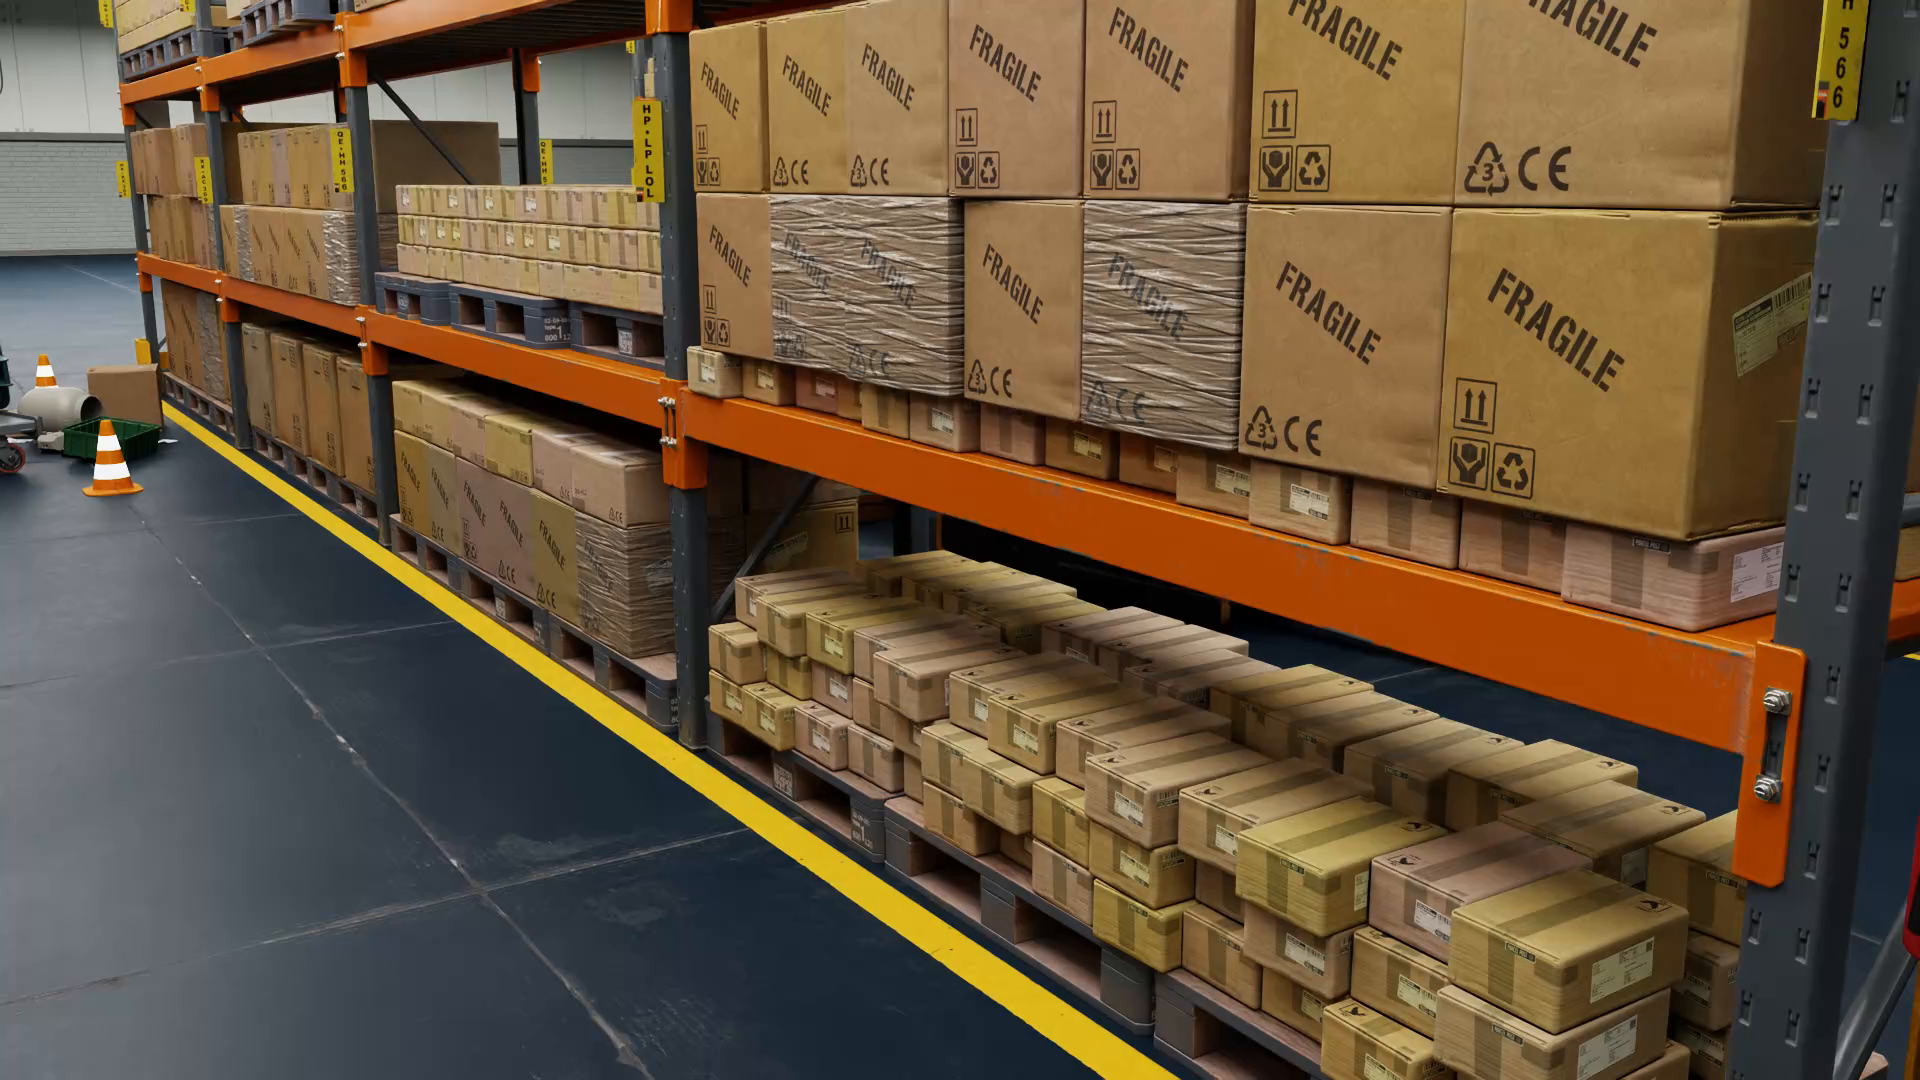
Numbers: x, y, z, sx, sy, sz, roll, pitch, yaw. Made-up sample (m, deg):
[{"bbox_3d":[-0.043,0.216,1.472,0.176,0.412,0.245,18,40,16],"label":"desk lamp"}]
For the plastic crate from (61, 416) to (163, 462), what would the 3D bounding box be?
[{"bbox_3d":[-6.185,-0.732,12.134,0.450,0.188,0.662,9,12,-6],"label":"plastic crate"}]

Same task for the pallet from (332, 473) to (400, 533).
[{"bbox_3d":[-3.156,-0.277,10.134,1.003,0.211,1.213,-8,15,-33],"label":"pallet"}]

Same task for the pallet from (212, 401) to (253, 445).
[{"bbox_3d":[-5.354,-0.984,13.366,1.003,0.211,1.213,-8,15,-33],"label":"pallet"}]

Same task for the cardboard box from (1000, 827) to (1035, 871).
[{"bbox_3d":[0.331,0.775,4.485,0.380,0.149,0.250,-8,14,-31],"label":"cardboard box"}]

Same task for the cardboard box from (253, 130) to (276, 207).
[{"bbox_3d":[-4.431,-2.560,11.472,0.700,0.500,0.500,-8,15,-34],"label":"cardboard box"}]

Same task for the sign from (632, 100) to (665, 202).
[{"bbox_3d":[-1.025,-1.278,5.474,0.100,0.325,0.005,-8,15,-33],"label":"sign"}]

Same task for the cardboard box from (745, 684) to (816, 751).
[{"bbox_3d":[-0.484,0.559,5.474,0.380,0.149,0.250,-8,14,-31],"label":"cardboard box"}]

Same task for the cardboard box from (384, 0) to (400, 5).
[{"bbox_3d":[-2.404,-2.783,7.812,0.500,0.500,0.500,-8,15,-33],"label":"cardboard box"}]

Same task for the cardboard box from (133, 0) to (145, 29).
[{"bbox_3d":[-6.598,-4.408,13.915,0.500,0.250,0.500,-8,15,-33],"label":"cardboard box"}]

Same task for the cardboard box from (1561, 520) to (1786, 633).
[{"bbox_3d":[1.235,0.031,2.787,0.380,0.149,0.250,-8,15,-33],"label":"cardboard box"}]

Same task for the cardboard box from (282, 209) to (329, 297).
[{"bbox_3d":[-3.807,-1.765,10.177,0.500,0.500,0.500,-8,15,-34],"label":"cardboard box"}]

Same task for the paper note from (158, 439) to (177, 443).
[{"bbox_3d":[-6.124,-0.764,12.781,0.142,0.020,0.147,4,13,16],"label":"paper note"}]

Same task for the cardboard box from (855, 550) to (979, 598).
[{"bbox_3d":[-0.151,0.151,5.949,0.380,0.149,0.250,-8,14,-31],"label":"cardboard box"}]

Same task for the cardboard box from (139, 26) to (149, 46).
[{"bbox_3d":[-6.592,-4.186,13.832,0.380,0.149,0.250,-8,15,-33],"label":"cardboard box"}]

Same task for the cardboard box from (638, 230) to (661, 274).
[{"bbox_3d":[-0.950,-1.054,6.068,0.380,0.149,0.250,-8,14,-31],"label":"cardboard box"}]

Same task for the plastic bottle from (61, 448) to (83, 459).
[{"bbox_3d":[-6.407,-0.636,12.129,0.283,0.061,0.133,6,14,26],"label":"plastic bottle"}]

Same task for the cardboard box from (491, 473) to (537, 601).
[{"bbox_3d":[-1.750,-0.047,7.426,0.500,0.500,0.500,-8,15,-34],"label":"cardboard box"}]

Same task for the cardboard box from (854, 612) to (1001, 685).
[{"bbox_3d":[-0.099,0.343,5.070,0.380,0.149,0.250,-9,15,-34],"label":"cardboard box"}]

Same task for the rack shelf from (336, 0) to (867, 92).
[{"bbox_3d":[-1.673,-2.248,7.284,1.077,0.370,4.000,-8,15,-33],"label":"rack shelf"}]

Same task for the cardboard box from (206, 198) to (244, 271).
[{"bbox_3d":[-5.212,-2.339,12.685,0.875,0.550,0.550,-8,15,-33],"label":"cardboard box"}]

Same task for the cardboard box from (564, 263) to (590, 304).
[{"bbox_3d":[-1.370,-1.044,6.718,0.380,0.149,0.250,-9,15,-36],"label":"cardboard box"}]

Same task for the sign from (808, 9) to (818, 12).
[{"bbox_3d":[-1.260,-4.423,14.334,0.100,0.325,0.005,-8,15,-33],"label":"sign"}]

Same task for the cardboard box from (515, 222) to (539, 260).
[{"bbox_3d":[-1.684,-1.288,7.138,0.380,0.149,0.250,-8,15,-33],"label":"cardboard box"}]

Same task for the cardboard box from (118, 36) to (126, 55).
[{"bbox_3d":[-7.291,-4.411,14.859,0.380,0.149,0.250,-8,15,-32],"label":"cardboard box"}]

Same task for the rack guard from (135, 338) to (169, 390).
[{"bbox_3d":[-7.227,-1.696,15.947,1.175,0.500,0.348,-8,15,-33],"label":"rack guard"}]

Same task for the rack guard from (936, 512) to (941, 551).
[{"bbox_3d":[0.122,-0.071,9.099,0.587,0.250,0.087,-9,15,-36],"label":"rack guard"}]

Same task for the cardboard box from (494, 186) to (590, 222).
[{"bbox_3d":[-1.822,-1.480,7.319,0.380,0.149,0.250,-8,15,-34],"label":"cardboard box"}]

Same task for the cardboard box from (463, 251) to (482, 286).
[{"bbox_3d":[-2.103,-1.278,7.792,0.380,0.149,0.250,-8,14,-31],"label":"cardboard box"}]

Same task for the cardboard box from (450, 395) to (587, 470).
[{"bbox_3d":[-2.056,-0.509,7.783,0.500,0.250,0.500,-8,15,-32],"label":"cardboard box"}]

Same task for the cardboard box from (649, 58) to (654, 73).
[{"bbox_3d":[-3.006,-4.935,17.303,0.380,0.149,0.250,-8,15,-32],"label":"cardboard box"}]

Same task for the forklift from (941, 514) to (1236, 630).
[{"bbox_3d":[1.297,-1.150,7.758,1.130,2.935,3.031,-12,17,-44],"label":"forklift"}]

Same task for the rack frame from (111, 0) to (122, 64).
[{"bbox_3d":[-7.214,-5.844,15.019,1.000,3.000,0.127,-8,15,-33],"label":"rack frame"}]

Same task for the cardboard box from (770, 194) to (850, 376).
[{"bbox_3d":[-0.221,-0.768,4.921,0.500,0.500,0.500,-8,15,-33],"label":"cardboard box"}]

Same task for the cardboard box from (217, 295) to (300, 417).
[{"bbox_3d":[-5.288,-1.489,13.139,0.875,0.875,0.875,-8,15,-32],"label":"cardboard box"}]

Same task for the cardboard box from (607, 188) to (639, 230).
[{"bbox_3d":[-1.100,-1.248,6.258,0.380,0.149,0.250,-9,15,-34],"label":"cardboard box"}]

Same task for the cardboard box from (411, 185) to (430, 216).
[{"bbox_3d":[-2.536,-1.710,8.375,0.380,0.149,0.250,-9,15,-34],"label":"cardboard box"}]

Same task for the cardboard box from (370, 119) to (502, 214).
[{"bbox_3d":[-3.022,-2.108,9.407,0.700,0.500,0.500,-8,15,-33],"label":"cardboard box"}]

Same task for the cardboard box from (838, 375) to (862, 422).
[{"bbox_3d":[-0.139,-0.439,4.938,0.380,0.149,0.250,-9,15,-35],"label":"cardboard box"}]

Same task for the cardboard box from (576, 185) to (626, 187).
[{"bbox_3d":[-1.695,-1.692,8.288,0.380,0.149,0.250,-8,14,-31],"label":"cardboard box"}]

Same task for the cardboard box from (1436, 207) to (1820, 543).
[{"bbox_3d":[1.188,-0.311,2.832,0.500,0.500,0.500,-8,15,-32],"label":"cardboard box"}]

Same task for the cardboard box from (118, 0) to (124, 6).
[{"bbox_3d":[-7.156,-4.757,14.578,0.380,0.149,0.250,-8,15,-32],"label":"cardboard box"}]

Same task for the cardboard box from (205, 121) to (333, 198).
[{"bbox_3d":[-5.173,-2.872,12.594,0.875,0.550,0.550,-8,15,-33],"label":"cardboard box"}]

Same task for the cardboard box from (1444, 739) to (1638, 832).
[{"bbox_3d":[1.358,0.602,3.887,0.380,0.149,0.250,-8,15,-33],"label":"cardboard box"}]

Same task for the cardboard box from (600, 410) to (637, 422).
[{"bbox_3d":[-1.331,-0.477,7.636,0.500,0.250,0.500,-7,14,-31],"label":"cardboard box"}]

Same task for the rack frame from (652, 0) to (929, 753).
[{"bbox_3d":[-0.565,-0.779,5.901,1.000,3.000,0.127,-8,15,-33],"label":"rack frame"}]

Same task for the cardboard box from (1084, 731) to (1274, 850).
[{"bbox_3d":[0.520,0.588,3.948,0.380,0.149,0.250,-7,14,-31],"label":"cardboard box"}]

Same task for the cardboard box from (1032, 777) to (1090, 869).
[{"bbox_3d":[0.407,0.684,4.205,0.380,0.149,0.250,-7,14,-30],"label":"cardboard box"}]

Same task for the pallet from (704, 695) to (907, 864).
[{"bbox_3d":[-0.164,0.699,5.672,1.003,0.211,1.213,-8,15,-33],"label":"pallet"}]

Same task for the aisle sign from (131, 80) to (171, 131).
[{"bbox_3d":[-7.503,-4.160,15.278,0.394,0.787,0.004,-8,15,-33],"label":"aisle sign"}]

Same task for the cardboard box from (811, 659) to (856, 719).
[{"bbox_3d":[-0.251,0.439,5.325,0.380,0.149,0.250,-8,15,-33],"label":"cardboard box"}]

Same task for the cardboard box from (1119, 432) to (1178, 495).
[{"bbox_3d":[0.595,-0.209,3.882,0.380,0.149,0.250,-9,15,-35],"label":"cardboard box"}]

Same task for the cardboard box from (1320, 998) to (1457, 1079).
[{"bbox_3d":[0.959,1.018,3.377,0.380,0.149,0.250,-8,14,-31],"label":"cardboard box"}]

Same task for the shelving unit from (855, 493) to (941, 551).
[{"bbox_3d":[-0.181,-0.766,9.353,0.587,1.500,1.083,-9,15,-36],"label":"shelving unit"}]

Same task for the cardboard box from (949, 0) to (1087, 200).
[{"bbox_3d":[0.318,-1.077,3.995,0.500,0.500,0.500,-9,15,-35],"label":"cardboard box"}]

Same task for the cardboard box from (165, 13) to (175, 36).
[{"bbox_3d":[-5.891,-3.961,12.803,0.380,0.149,0.250,-8,15,-33],"label":"cardboard box"}]

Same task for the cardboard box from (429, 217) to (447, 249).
[{"bbox_3d":[-2.378,-1.513,8.168,0.380,0.149,0.250,-9,15,-35],"label":"cardboard box"}]

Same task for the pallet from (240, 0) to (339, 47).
[{"bbox_3d":[-3.804,-3.170,10.257,1.003,0.211,1.213,-7,14,-30],"label":"pallet"}]

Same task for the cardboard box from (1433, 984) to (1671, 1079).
[{"bbox_3d":[1.121,0.915,3.151,0.380,0.149,0.250,-9,15,-34],"label":"cardboard box"}]

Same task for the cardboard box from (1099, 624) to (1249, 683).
[{"bbox_3d":[0.632,0.374,4.928,0.380,0.149,0.250,-9,15,-35],"label":"cardboard box"}]

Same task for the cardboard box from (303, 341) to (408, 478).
[{"bbox_3d":[-3.531,-0.870,10.603,1.050,0.750,0.750,-8,15,-32],"label":"cardboard box"}]
